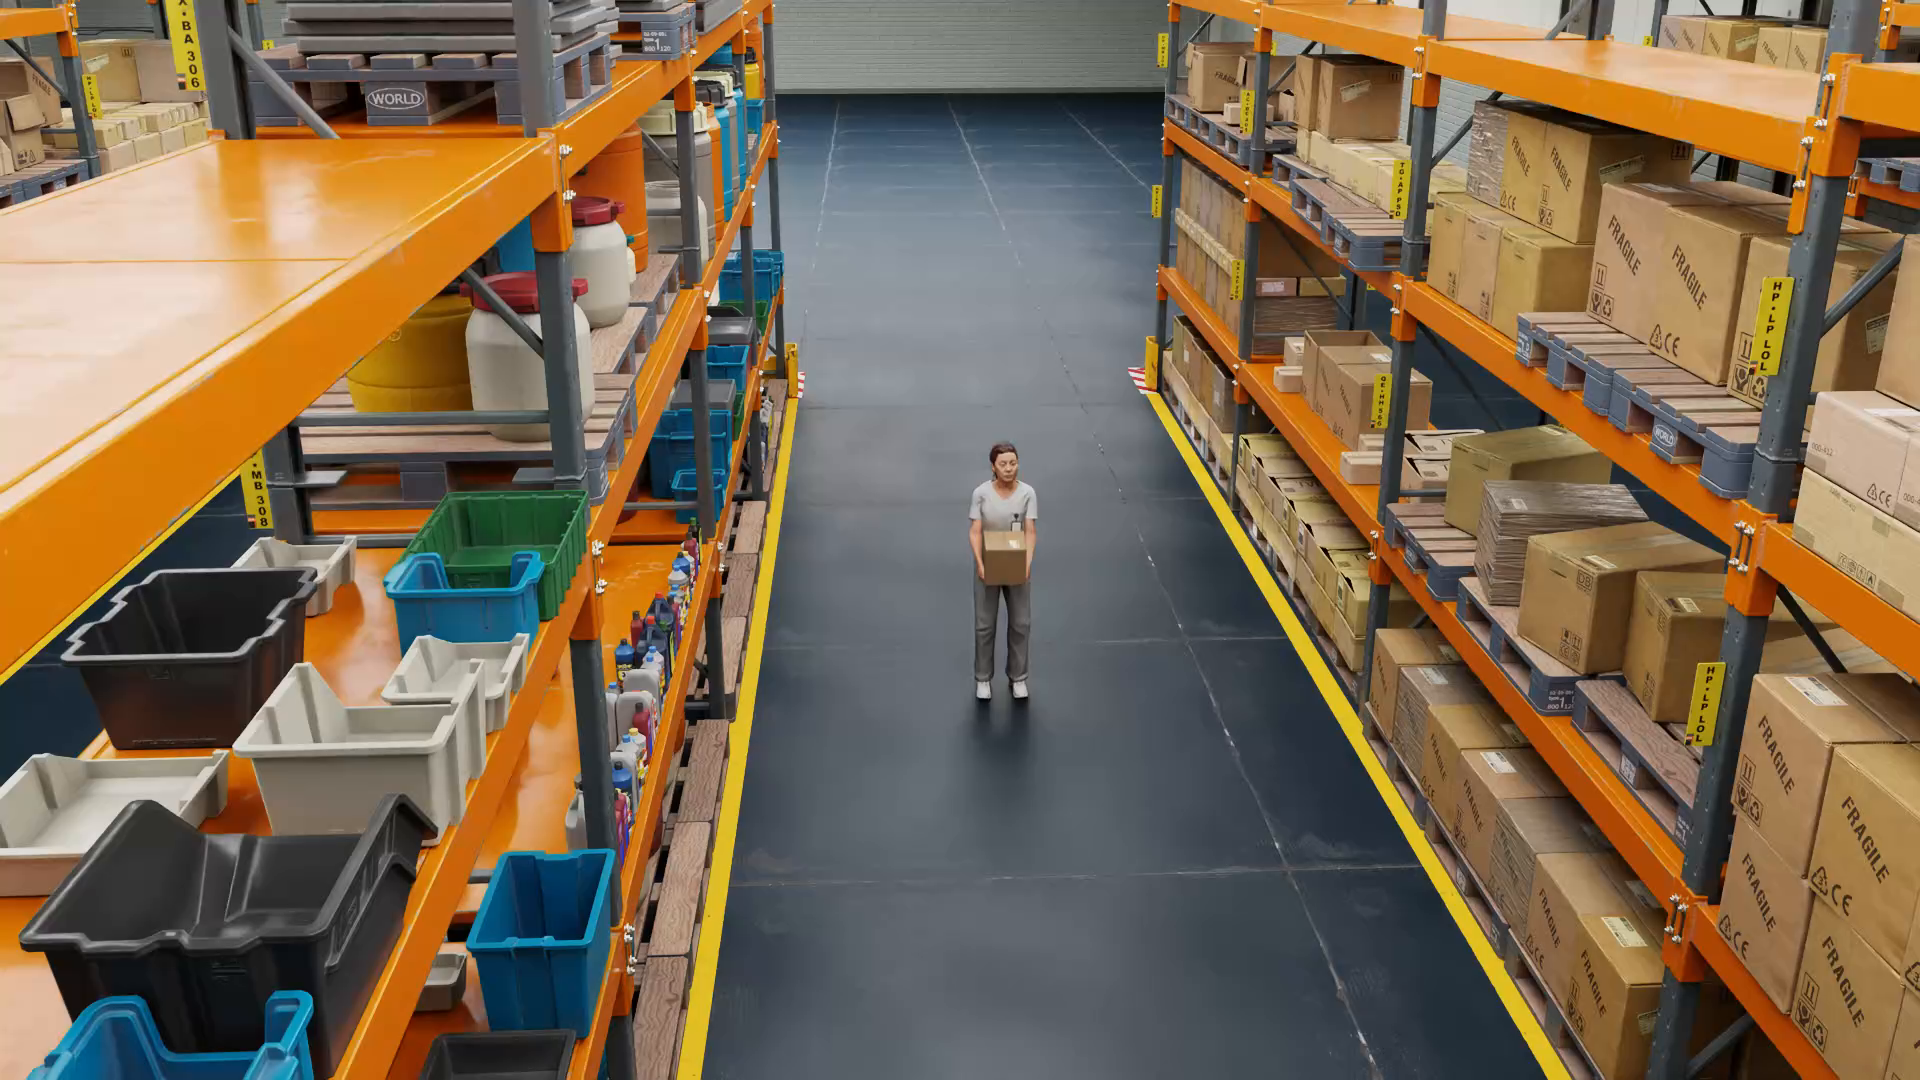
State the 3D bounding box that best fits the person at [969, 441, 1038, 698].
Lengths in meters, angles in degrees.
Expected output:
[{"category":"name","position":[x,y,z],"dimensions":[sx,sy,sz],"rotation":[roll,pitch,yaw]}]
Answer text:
[{"category":"person","position":[0.277,0.213,10.524],"dimensions":[0.438,1.662,0.553],"rotation":[-1,20,-3]}]
